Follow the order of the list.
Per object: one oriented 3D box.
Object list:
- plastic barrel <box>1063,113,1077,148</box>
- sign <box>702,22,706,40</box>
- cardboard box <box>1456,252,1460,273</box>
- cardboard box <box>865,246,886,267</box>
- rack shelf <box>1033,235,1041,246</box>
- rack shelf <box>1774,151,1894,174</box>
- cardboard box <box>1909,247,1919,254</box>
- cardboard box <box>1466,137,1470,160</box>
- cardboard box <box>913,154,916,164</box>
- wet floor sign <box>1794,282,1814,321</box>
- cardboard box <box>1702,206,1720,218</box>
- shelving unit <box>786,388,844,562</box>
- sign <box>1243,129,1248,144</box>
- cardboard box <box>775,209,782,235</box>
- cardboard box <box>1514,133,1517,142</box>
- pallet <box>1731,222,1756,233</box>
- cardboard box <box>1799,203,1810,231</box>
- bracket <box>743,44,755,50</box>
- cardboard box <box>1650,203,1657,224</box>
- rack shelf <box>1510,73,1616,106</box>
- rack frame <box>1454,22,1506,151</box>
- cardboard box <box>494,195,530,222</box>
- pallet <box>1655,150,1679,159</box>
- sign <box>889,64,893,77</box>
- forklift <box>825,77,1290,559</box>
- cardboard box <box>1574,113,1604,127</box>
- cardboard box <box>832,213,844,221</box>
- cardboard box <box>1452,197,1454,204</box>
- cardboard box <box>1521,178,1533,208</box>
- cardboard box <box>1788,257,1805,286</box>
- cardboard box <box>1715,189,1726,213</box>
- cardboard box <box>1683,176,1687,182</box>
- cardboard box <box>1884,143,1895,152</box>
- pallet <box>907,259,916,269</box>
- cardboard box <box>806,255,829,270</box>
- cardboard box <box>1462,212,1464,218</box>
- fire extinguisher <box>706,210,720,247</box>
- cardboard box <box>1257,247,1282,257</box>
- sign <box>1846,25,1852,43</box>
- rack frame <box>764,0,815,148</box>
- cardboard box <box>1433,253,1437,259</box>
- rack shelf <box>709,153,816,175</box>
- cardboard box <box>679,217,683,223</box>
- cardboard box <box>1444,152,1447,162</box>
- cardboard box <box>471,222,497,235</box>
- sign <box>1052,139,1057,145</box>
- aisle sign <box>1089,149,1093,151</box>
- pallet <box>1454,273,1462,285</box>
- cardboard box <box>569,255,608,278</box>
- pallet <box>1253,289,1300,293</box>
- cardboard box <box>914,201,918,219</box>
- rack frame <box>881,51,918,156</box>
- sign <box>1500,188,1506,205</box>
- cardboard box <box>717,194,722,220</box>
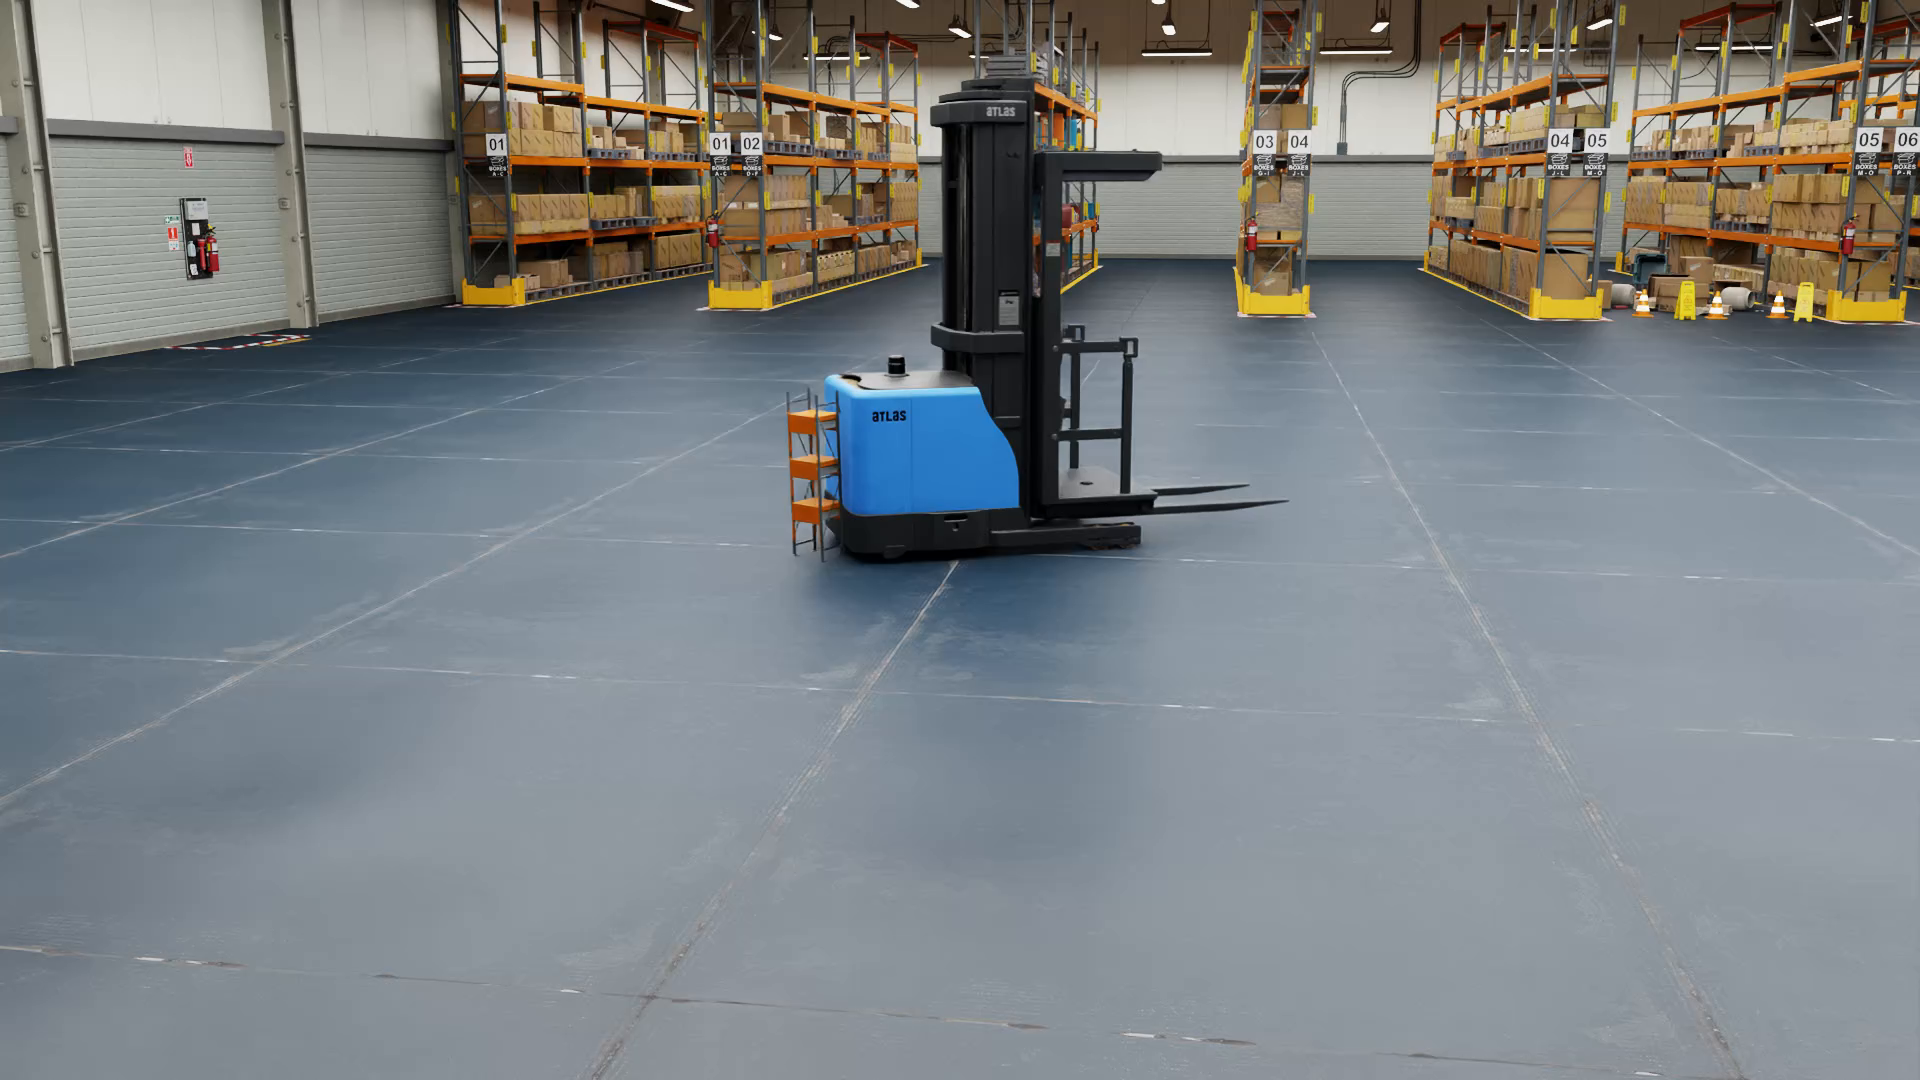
[{"bbox_3d":[2.501,-9.745,39.787,0.600,0.901,0.708,2,12,9],"label":"plastic barrel"},{"bbox_3d":[-4.661,-9.301,30.386,0.100,0.325,0.005,2,12,9],"label":"sign"},{"bbox_3d":[11.869,-6.465,38.810,0.500,0.500,0.500,2,12,10],"label":"cardboard box"},{"bbox_3d":[-2.159,-7.129,41.841,0.500,0.500,0.500,2,12,9],"label":"cardboard box"},{"bbox_3d":[1.074,-5.756,32.288,1.077,0.370,4.000,2,12,9],"label":"rack shelf"},{"bbox_3d":[15.760,-6.740,29.738,1.077,0.370,4.000,2,12,9],"label":"rack shelf"},{"bbox_3d":[21.787,-6.560,37.708,0.380,0.149,0.250,2,12,9],"label":"cardboard box"},{"bbox_3d":[11.758,-8.865,37.651,0.500,0.500,0.500,2,12,9],"label":"cardboard box"},{"bbox_3d":[-1.485,-10.461,45.648,0.500,0.250,0.500,2,12,9],"label":"cardboard box"},{"bbox_3d":[14.366,-4.054,28.272,0.267,0.644,0.232,7,14,28],"label":"wet floor sign"},{"bbox_3d":[16.506,-7.155,36.243,0.500,0.250,0.500,2,12,8],"label":"cardboard box"},{"bbox_3d":[-0.902,-0.408,10.379,0.252,1.050,0.215,10,17,38],"label":"shelving unit"},{"bbox_3d":[6.344,-8.973,36.976,0.100,0.325,0.005,2,12,9],"label":"sign"},{"bbox_3d":[-3.885,-6.211,32.454,0.700,0.500,0.500,2,12,9],"label":"cardboard box"},{"bbox_3d":[10.691,-7.609,31.420,0.380,0.149,0.250,2,12,9],"label":"cardboard box"},{"bbox_3d":[16.419,-6.368,33.876,1.003,0.211,1.213,2,12,9],"label":"pallet"},{"bbox_3d":[15.522,-5.839,30.022,0.500,0.500,0.500,2,12,9],"label":"cardboard box"},{"bbox_3d":[-6.313,-15.070,51.018,0.076,0.066,3.189,2,12,9],"label":"bracket"},{"bbox_3d":[17.190,-7.968,40.611,0.500,0.500,0.500,2,12,7],"label":"cardboard box"},{"bbox_3d":[10.853,-8.151,30.111,1.077,0.370,4.000,2,12,9],"label":"rack shelf"},{"bbox_3d":[12.391,-10.780,39.652,1.000,3.000,0.127,2,12,9],"label":"rack frame"},{"bbox_3d":[-8.652,-6.405,32.121,0.500,0.500,0.500,2,12,9],"label":"cardboard box"},{"bbox_3d":[17.434,-9.300,40.119,1.003,0.211,1.213,2,12,9],"label":"pallet"},{"bbox_3d":[-1.733,-11.800,41.795,0.100,0.325,0.005,2,12,9],"label":"sign"},{"bbox_3d":[0.672,-1.465,10.834,3.031,2.935,1.130,-3,13,-15],"label":"forklift"},{"bbox_3d":[10.874,-7.234,28.734,0.500,0.250,0.500,2,12,9],"label":"cardboard box"},{"bbox_3d":[-2.996,-7.400,38.421,0.500,0.311,0.500,3,12,12],"label":"cardboard box"},{"bbox_3d":[11.718,-7.936,38.887,0.380,0.149,0.250,2,12,8],"label":"cardboard box"},{"bbox_3d":[10.808,-6.370,30.513,0.875,0.550,0.500,2,12,9],"label":"cardboard box"},{"bbox_3d":[15.558,-4.936,30.528,0.500,0.500,0.500,3,12,12],"label":"cardboard box"},{"bbox_3d":[16.385,-7.188,35.288,0.500,0.500,0.500,2,12,7],"label":"cardboard box"},{"bbox_3d":[17.627,-8.673,39.969,0.380,0.149,0.250,2,12,9],"label":"cardboard box"},{"bbox_3d":[15.824,-6.612,28.028,0.380,0.149,0.250,2,12,9],"label":"cardboard box"},{"bbox_3d":[-1.800,-7.638,45.934,1.003,0.211,1.213,2,12,9],"label":"pallet"},{"bbox_3d":[-3.120,-6.002,35.924,0.500,0.311,0.500,2,12,8],"label":"cardboard box"},{"bbox_3d":[11.438,-7.266,37.188,0.380,0.149,0.250,2,12,8],"label":"cardboard box"},{"bbox_3d":[-4.605,-5.805,30.993,0.296,0.674,0.183,2,12,9],"label":"fire extinguisher"},{"bbox_3d":[6.746,-6.304,36.236,0.500,0.250,0.500,3,13,15],"label":"cardboard box"},{"bbox_3d":[16.601,-9.449,31.072,0.100,0.325,0.005,2,12,9],"label":"sign"},{"bbox_3d":[-3.512,-9.618,34.261,1.000,3.000,0.127,2,12,9],"label":"rack frame"},{"bbox_3d":[12.478,-7.377,43.168,0.380,0.149,0.250,2,12,10],"label":"cardboard box"},{"bbox_3d":[-3.820,-7.383,32.721,1.077,0.370,4.000,2,12,9],"label":"rack shelf"},{"bbox_3d":[-7.188,-8.054,41.796,0.380,0.149,0.250,2,12,7],"label":"cardboard box"},{"bbox_3d":[12.366,-9.560,41.470,0.500,0.250,0.500,2,12,8],"label":"cardboard box"},{"bbox_3d":[-9.142,-6.052,32.265,0.500,0.250,0.500,2,12,9],"label":"cardboard box"},{"bbox_3d":[1.923,-7.974,33.734,0.100,0.325,0.005,2,12,9],"label":"sign"},{"bbox_3d":[3.528,-10.298,45.487,0.394,0.787,0.004,2,12,9],"label":"aisle sign"},{"bbox_3d":[12.088,-6.067,38.644,1.003,0.211,1.213,2,12,9],"label":"pallet"},{"bbox_3d":[-8.281,-6.101,37.071,0.700,0.500,0.500,2,12,8],"label":"cardboard box"},{"bbox_3d":[6.207,-4.859,33.040,1.003,0.211,1.213,2,12,9],"label":"pallet"},{"bbox_3d":[-1.467,-9.130,46.000,0.500,0.500,0.500,2,12,10],"label":"cardboard box"},{"bbox_3d":[-1.667,-12.116,45.852,1.000,3.000,0.127,2,12,9],"label":"rack frame"},{"bbox_3d":[10.623,-6.724,32.515,0.100,0.325,0.005,2,12,9],"label":"sign"},{"bbox_3d":[-6.960,-8.921,44.556,0.980,0.700,0.700,2,12,7],"label":"cardboard box"}]
